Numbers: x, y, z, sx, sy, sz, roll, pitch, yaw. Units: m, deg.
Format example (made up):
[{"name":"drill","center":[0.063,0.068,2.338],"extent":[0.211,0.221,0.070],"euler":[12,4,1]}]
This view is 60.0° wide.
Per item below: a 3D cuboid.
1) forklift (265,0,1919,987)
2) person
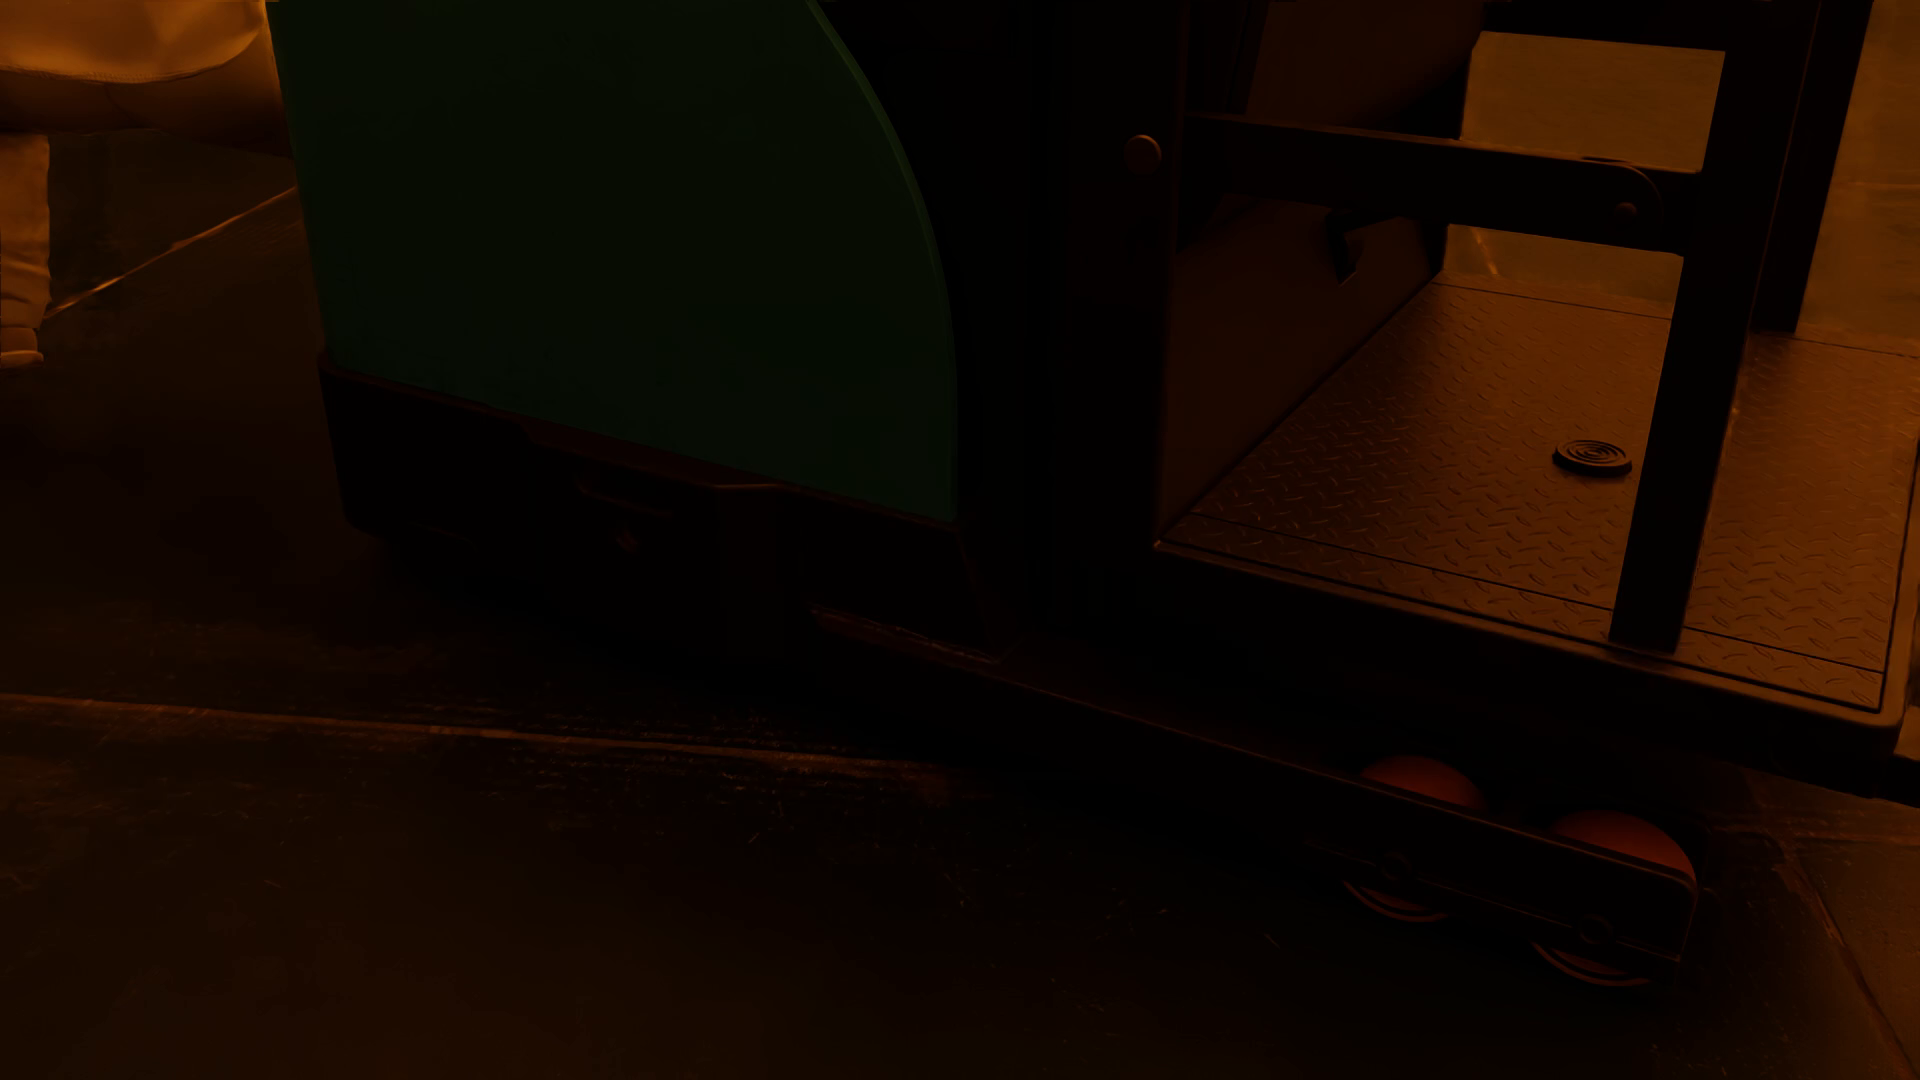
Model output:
[{"name":"forklift","center":[0.637,-1.148,1.518],"extent":[3.031,2.935,1.130],"euler":[14,30,26]},{"name":"person","center":[-1.299,-0.939,2.698],"extent":[1.124,1.530,0.754],"euler":[1,27,1]}]
